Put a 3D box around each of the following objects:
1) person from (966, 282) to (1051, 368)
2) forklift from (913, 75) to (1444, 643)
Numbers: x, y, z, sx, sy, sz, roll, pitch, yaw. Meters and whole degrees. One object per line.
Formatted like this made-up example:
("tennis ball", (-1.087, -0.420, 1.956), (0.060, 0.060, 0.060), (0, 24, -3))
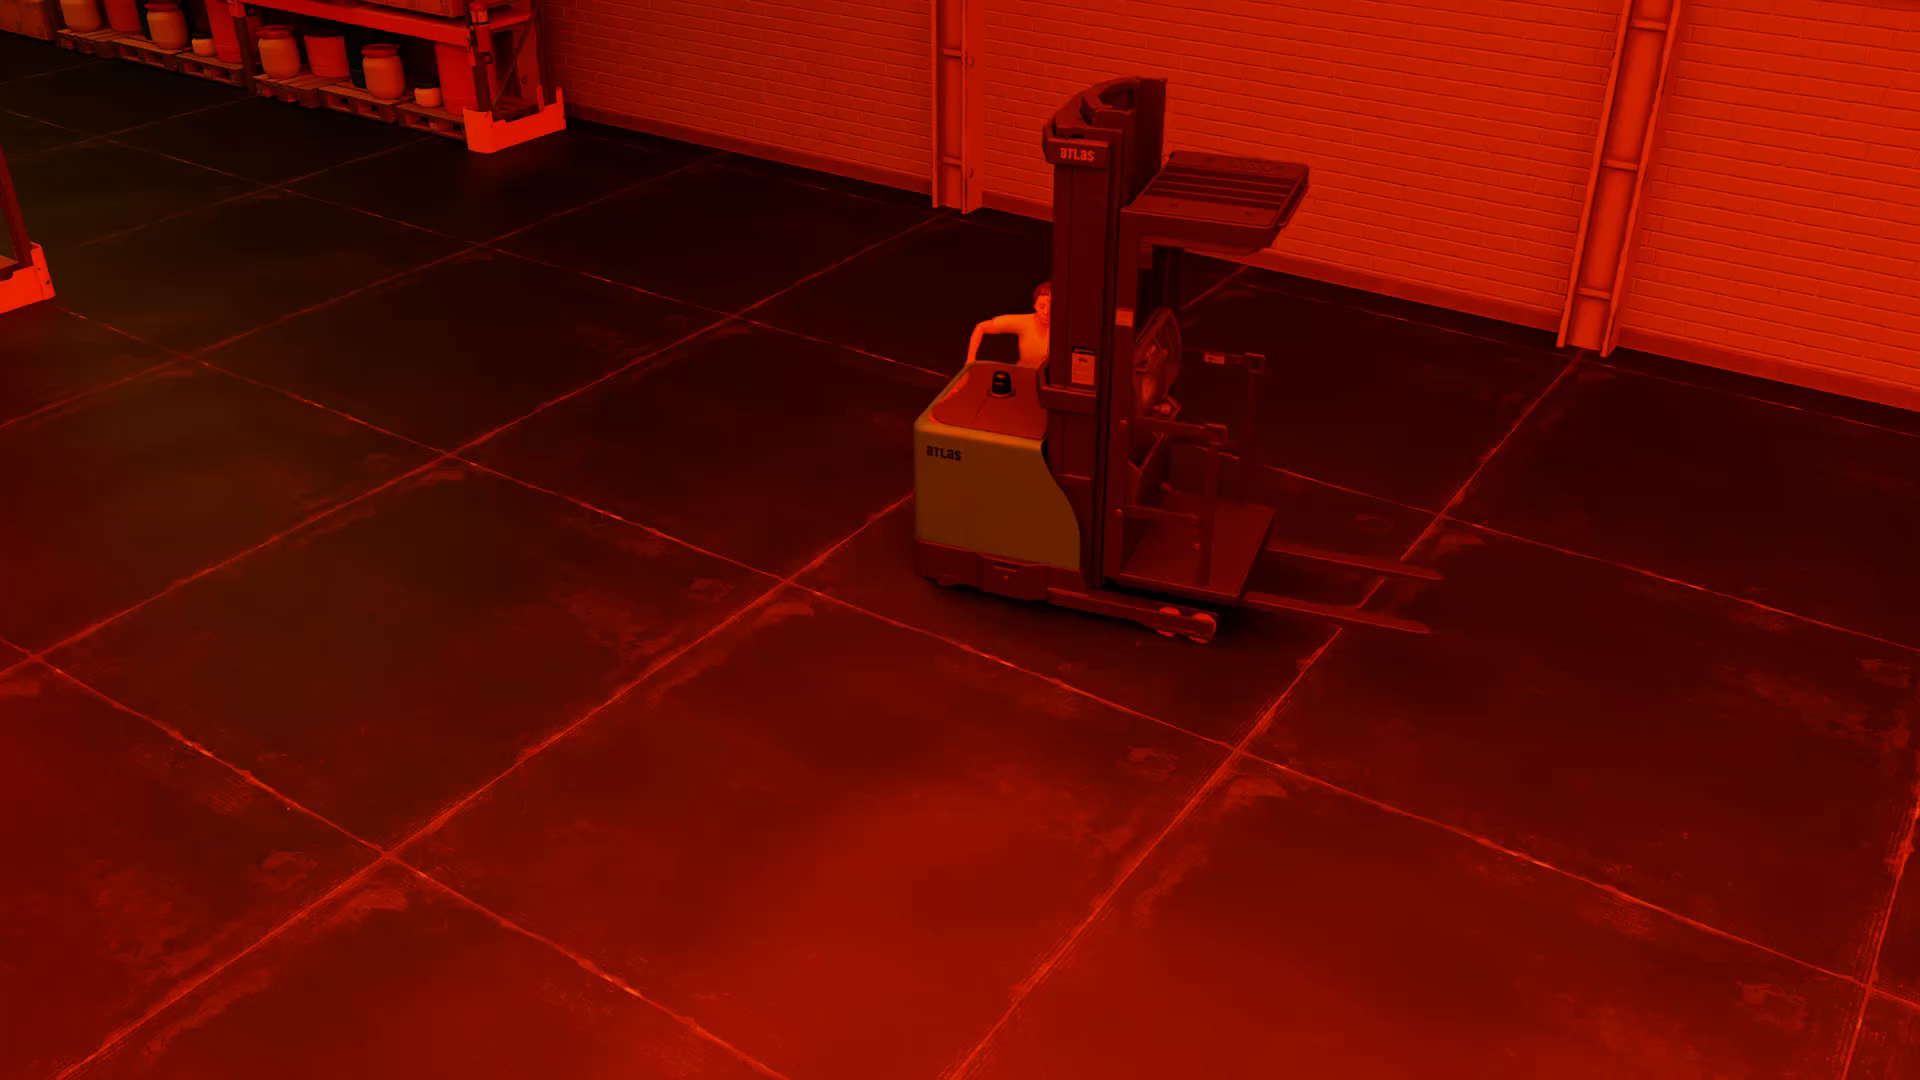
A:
("person", (0.501, -0.873, 10.472), (0.997, 1.410, 0.793), (4, 30, 6))
("forklift", (1.290, -0.983, 9.274), (3.031, 2.935, 1.130), (11, 32, 18))
